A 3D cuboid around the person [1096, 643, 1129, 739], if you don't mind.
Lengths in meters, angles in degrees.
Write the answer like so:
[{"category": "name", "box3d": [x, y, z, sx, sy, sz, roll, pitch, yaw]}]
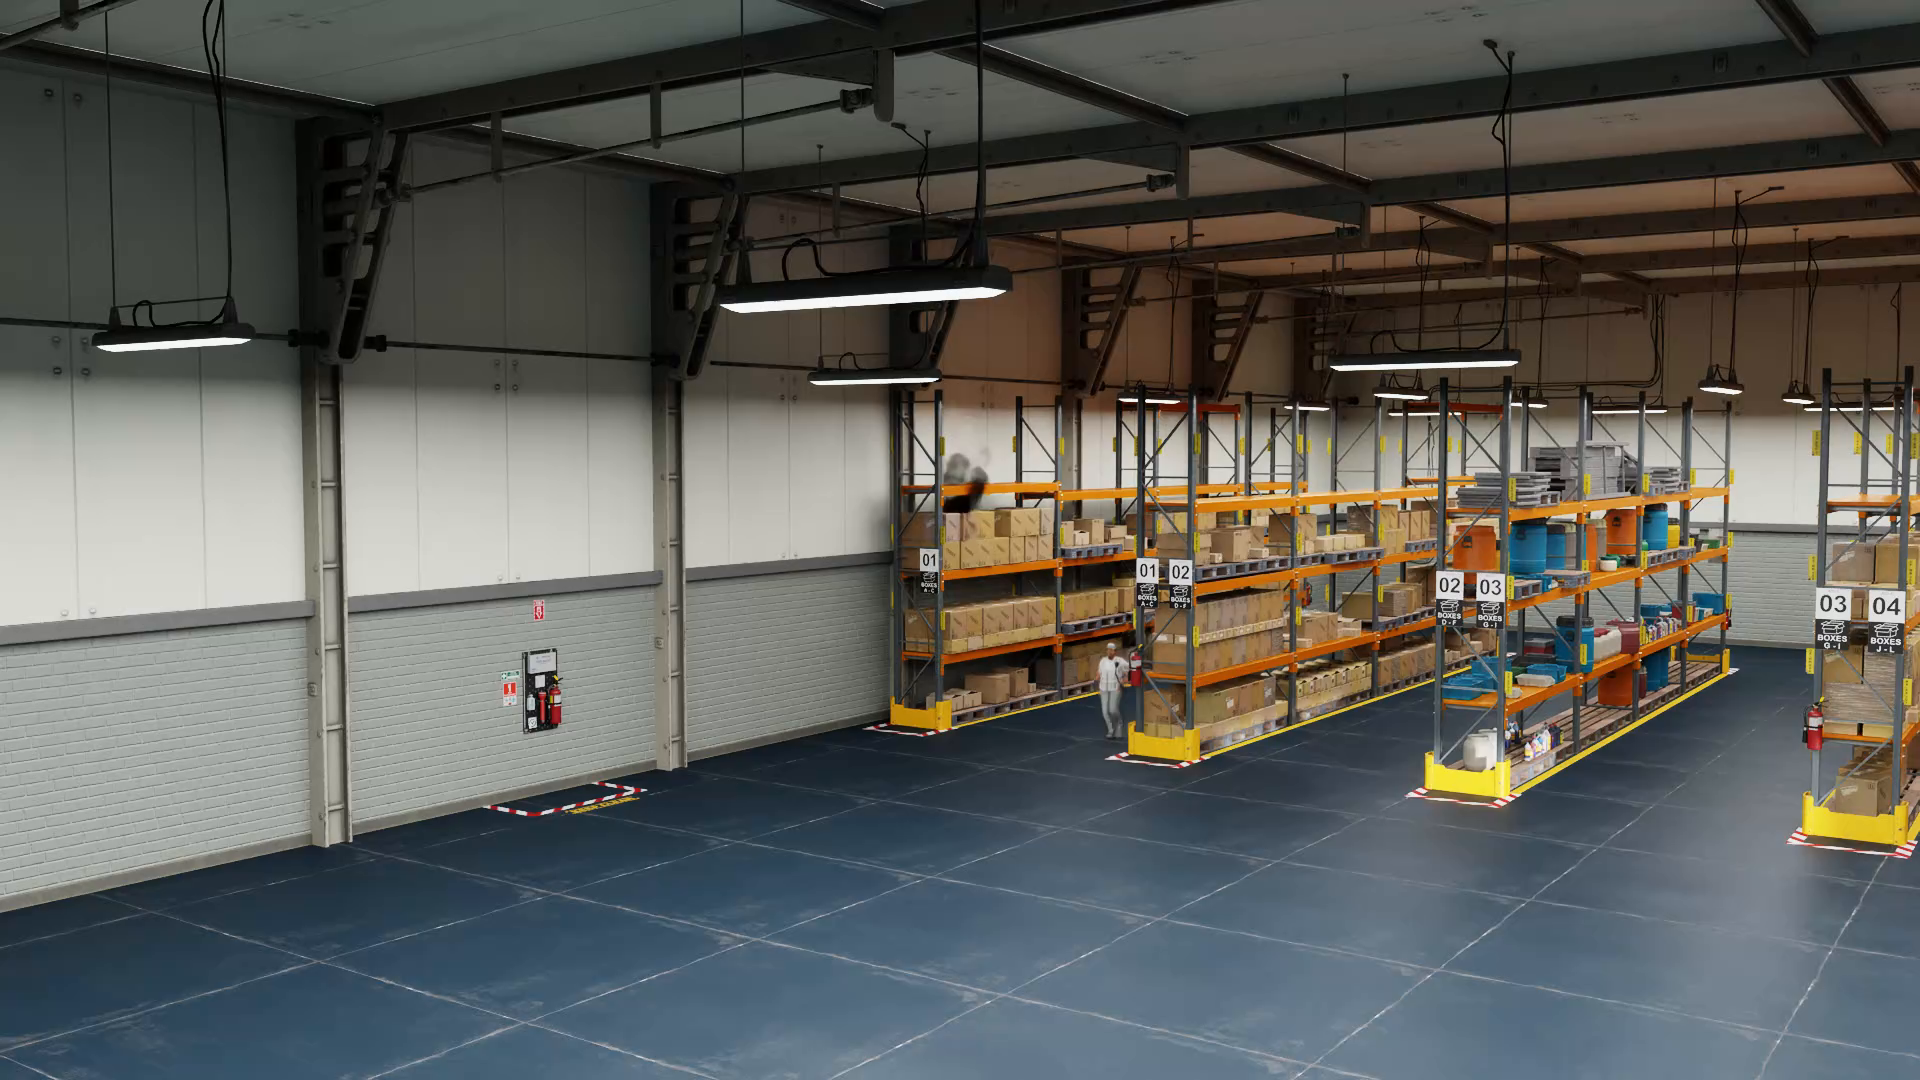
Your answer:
[{"category": "person", "box3d": [2.568, 2.580, 28.378, 0.591, 1.638, 0.576, 2, 4, 29]}]
